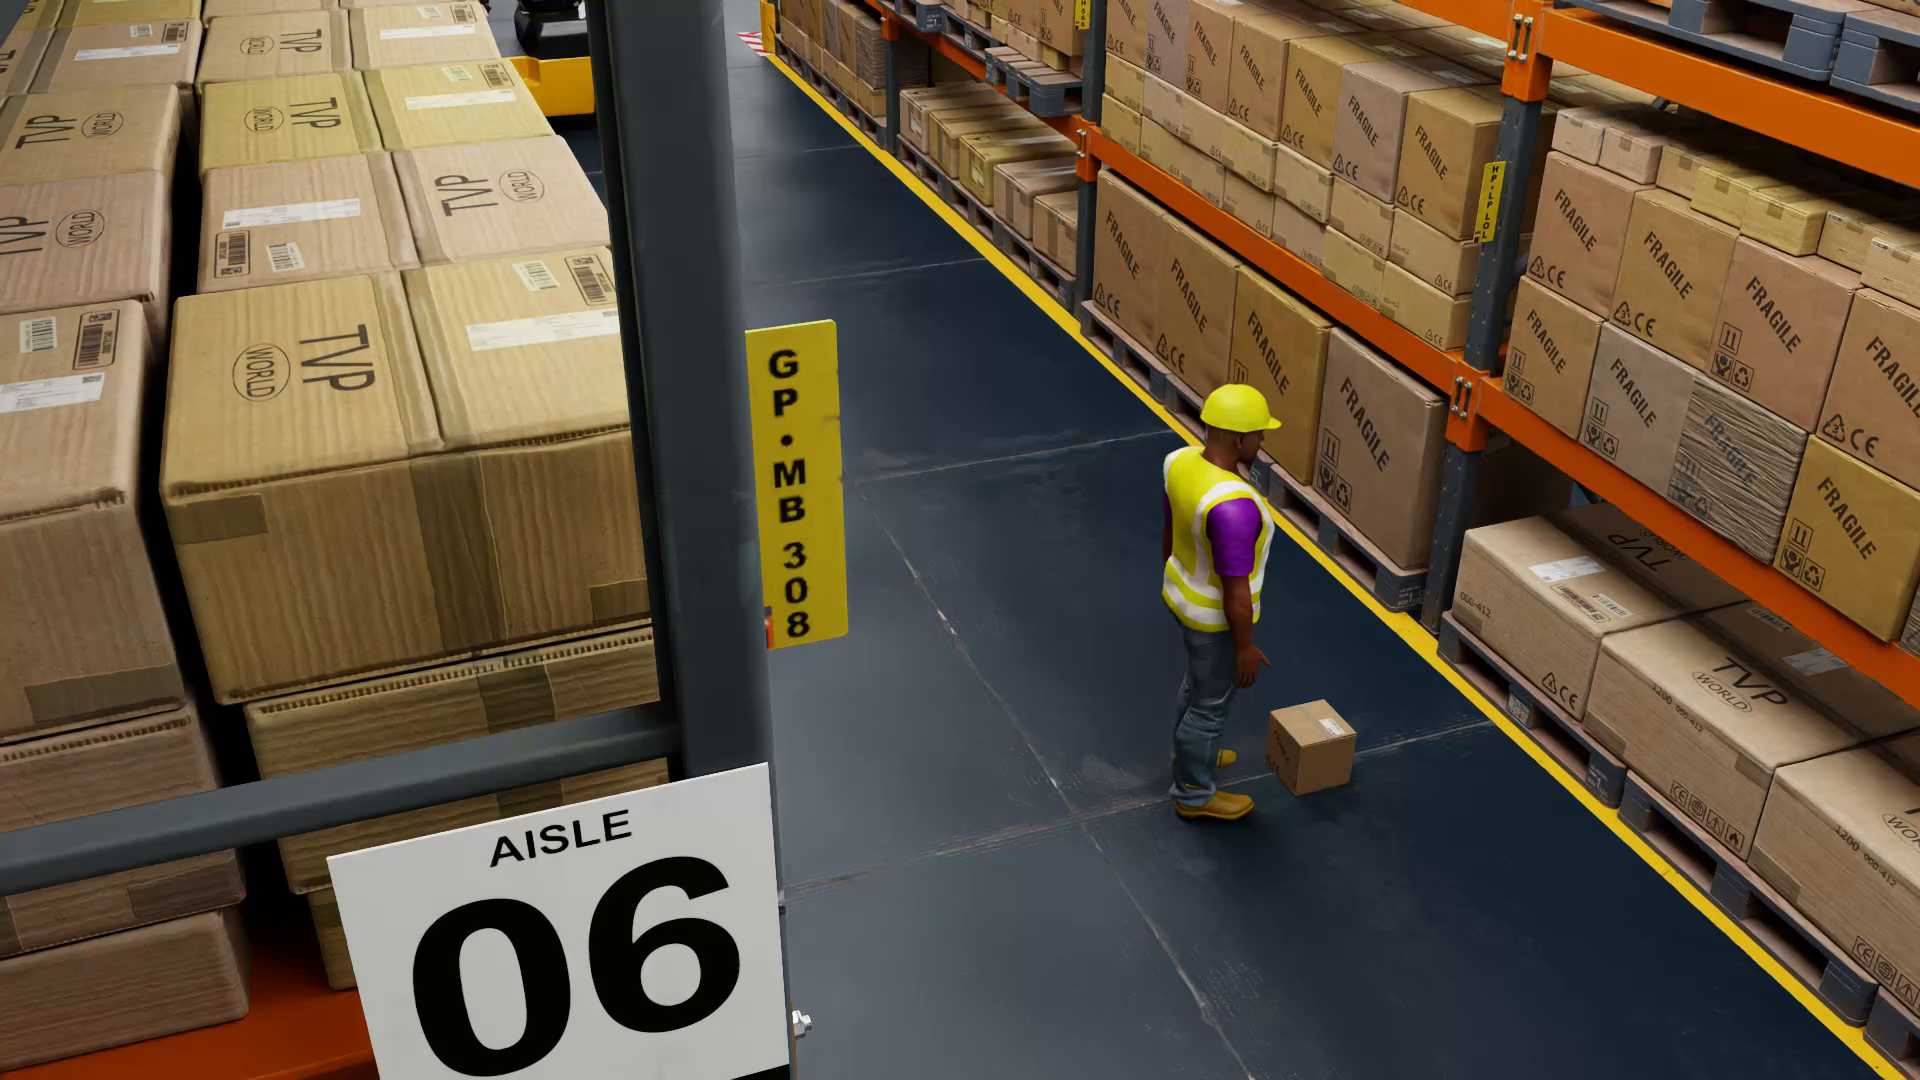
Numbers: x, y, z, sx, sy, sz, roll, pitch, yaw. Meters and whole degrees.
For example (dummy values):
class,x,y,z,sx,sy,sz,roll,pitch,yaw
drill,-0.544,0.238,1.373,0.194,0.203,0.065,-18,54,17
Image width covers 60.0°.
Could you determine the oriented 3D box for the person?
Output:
class,x,y,z,sx,sy,sz,roll,pitch,yaw
person,0.982,0.263,6.149,0.439,1.807,0.630,-7,30,-12
